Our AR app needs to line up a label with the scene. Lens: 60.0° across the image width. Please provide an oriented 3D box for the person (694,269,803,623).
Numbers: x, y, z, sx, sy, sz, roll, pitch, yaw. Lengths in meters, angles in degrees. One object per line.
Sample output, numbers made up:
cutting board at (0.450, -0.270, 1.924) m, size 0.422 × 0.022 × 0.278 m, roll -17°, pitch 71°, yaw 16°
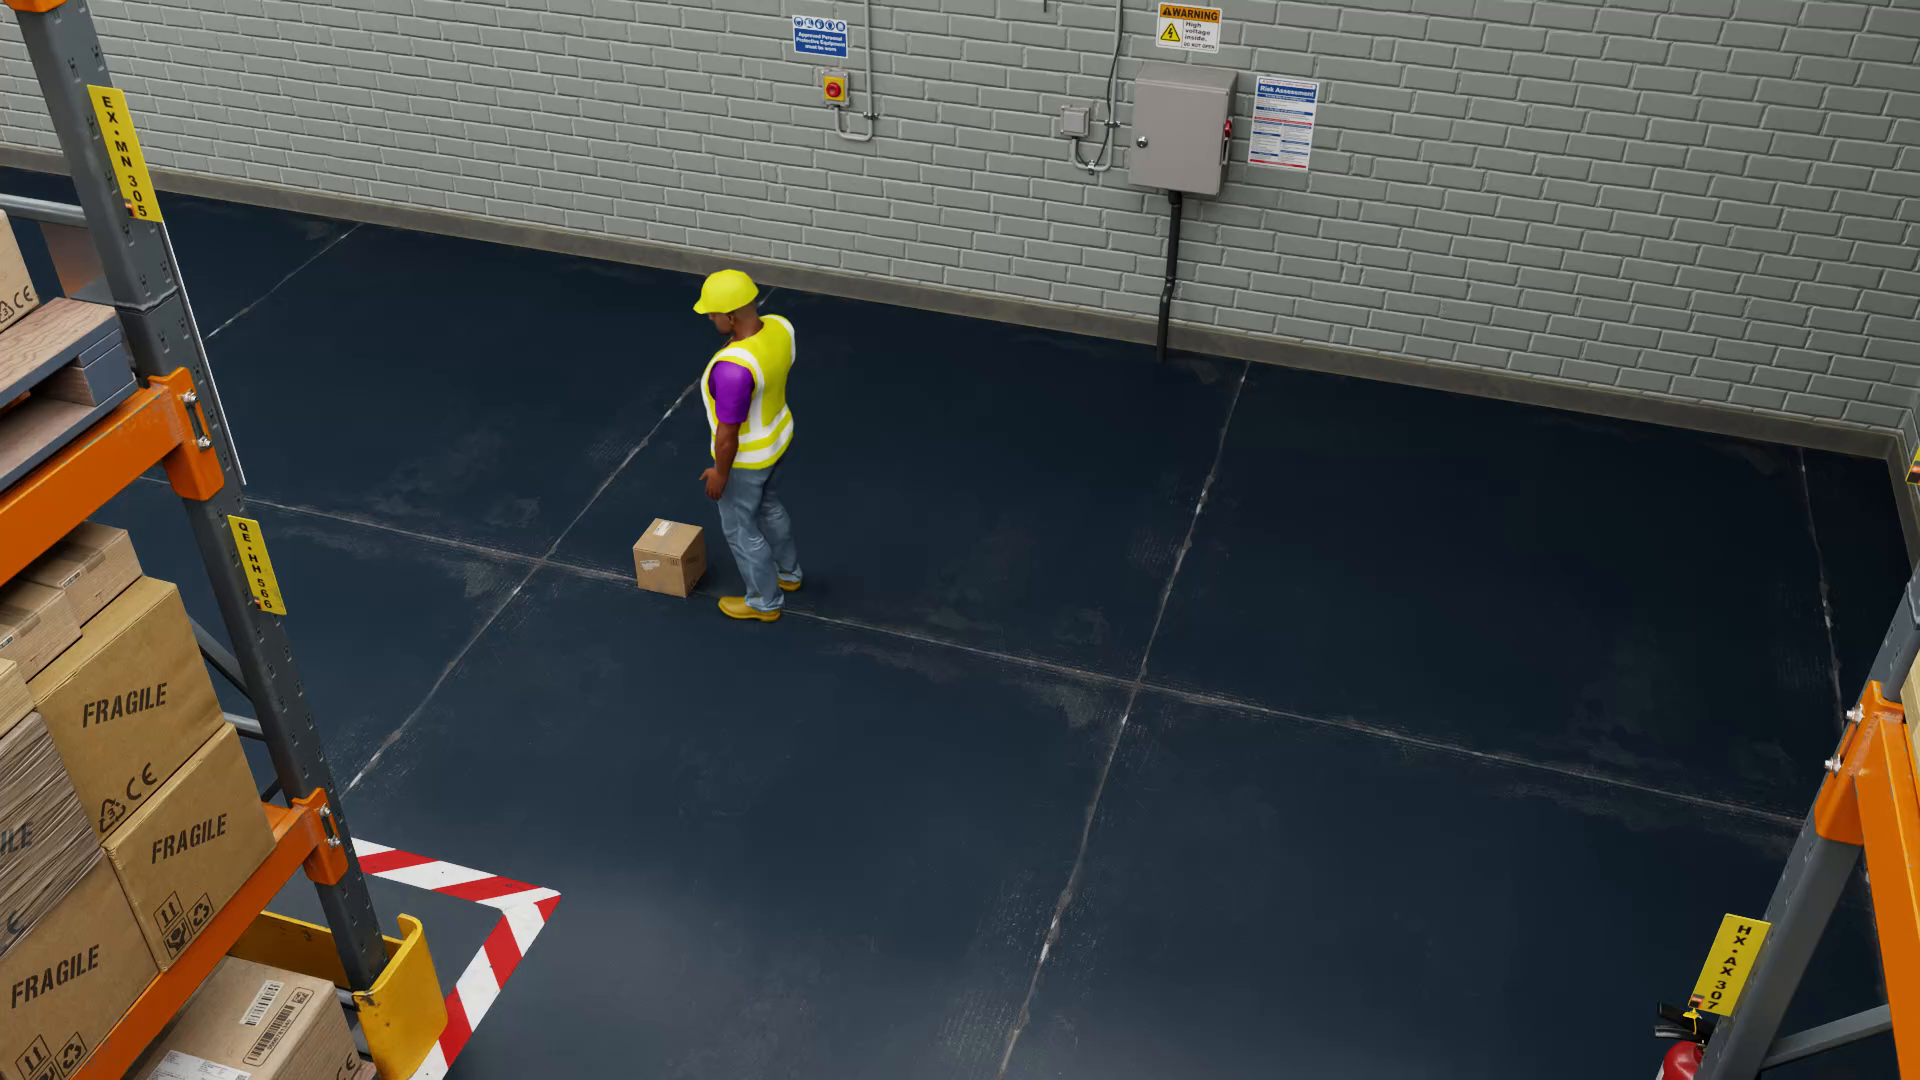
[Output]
person at (-0.940, -0.411, 7.426) m, size 0.367 × 1.760 × 0.568 m, roll 11°, pitch 38°, yaw 15°
